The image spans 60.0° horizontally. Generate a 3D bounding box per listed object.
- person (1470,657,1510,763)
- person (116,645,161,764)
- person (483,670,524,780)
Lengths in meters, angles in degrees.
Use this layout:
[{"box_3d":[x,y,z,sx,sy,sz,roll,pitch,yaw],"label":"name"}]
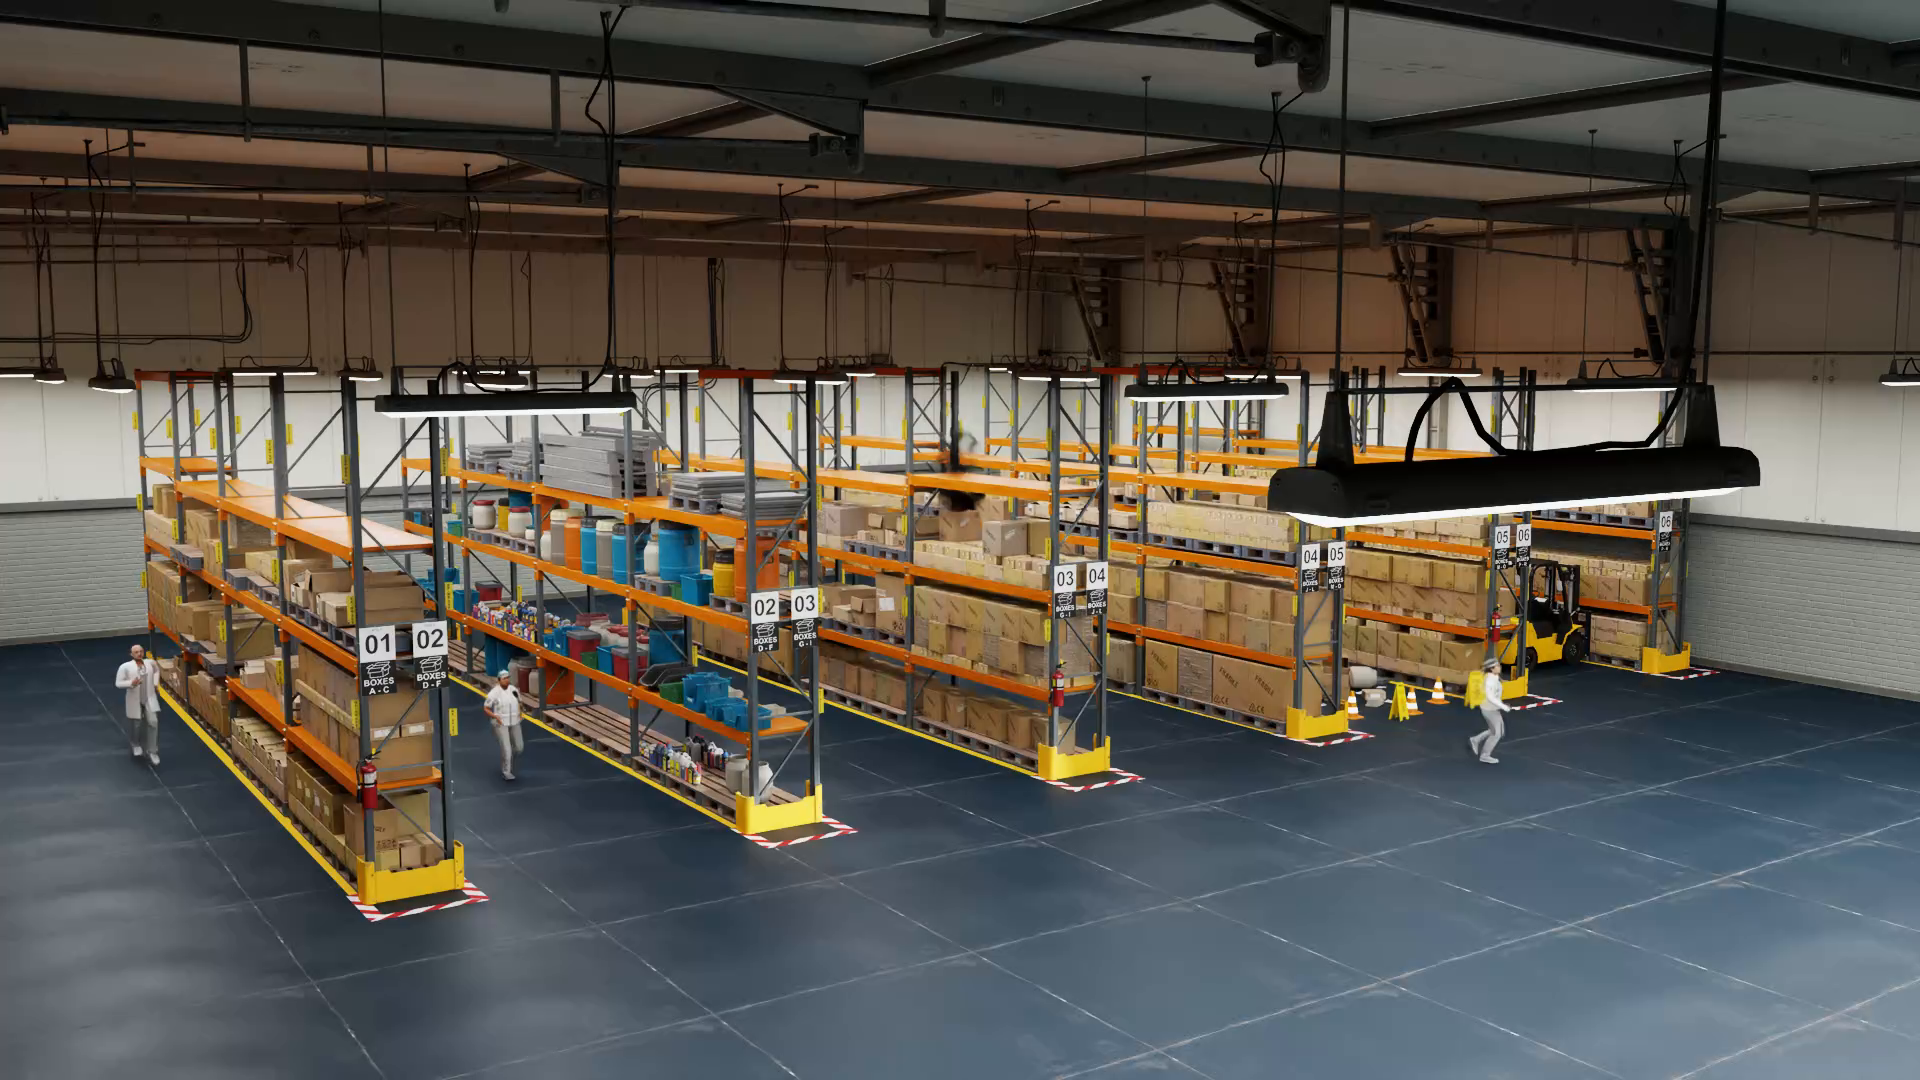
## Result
[{"box_3d":[8.203,2.615,25.683,0.555,1.651,0.663,2,7,17],"label":"person"},{"box_3d":[-12.718,2.533,25.804,0.692,1.841,0.842,-5,8,-38],"label":"person"},{"box_3d":[-6.784,2.736,24.777,0.605,1.615,0.578,-5,8,-40],"label":"person"}]
